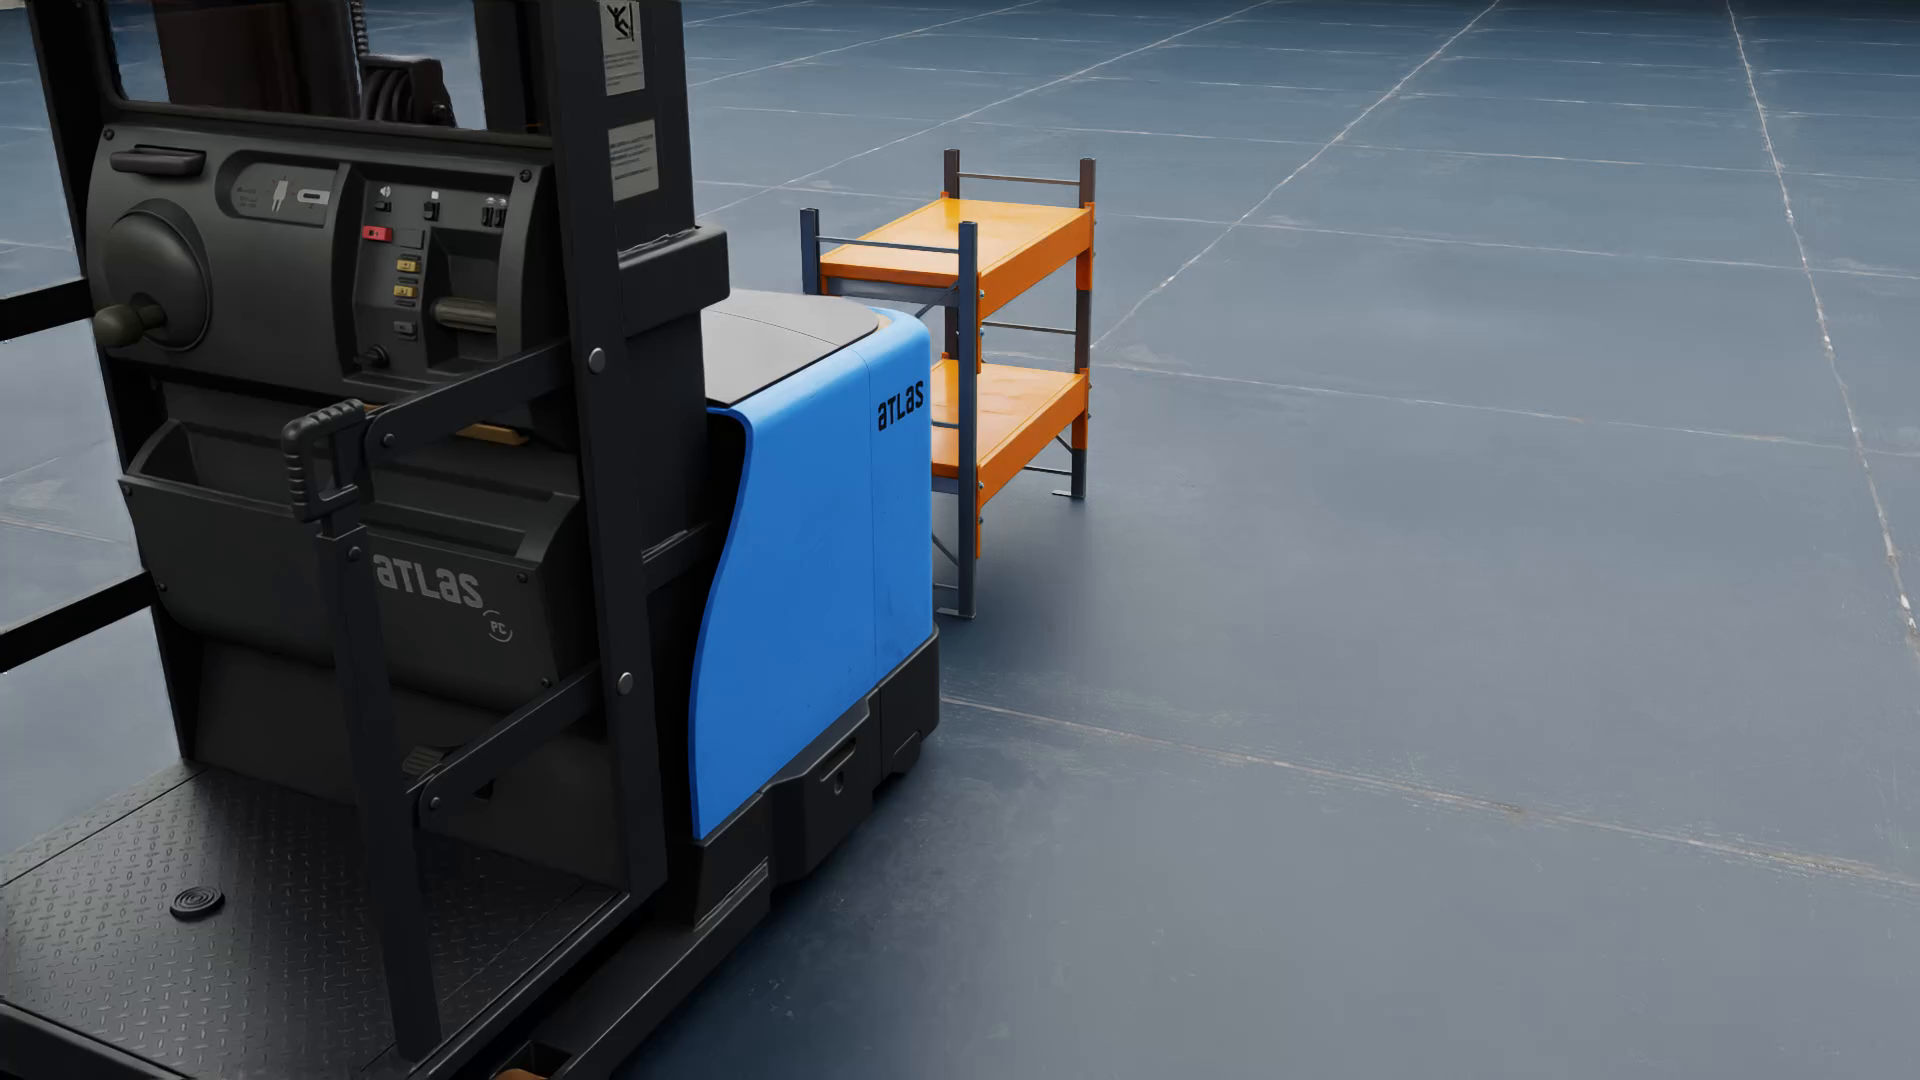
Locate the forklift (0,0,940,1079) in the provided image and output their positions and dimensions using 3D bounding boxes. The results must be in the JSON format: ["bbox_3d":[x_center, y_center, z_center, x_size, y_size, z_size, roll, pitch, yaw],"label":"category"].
[{"bbox_3d":[-1.140,-0.432,2.481,1.130,2.935,3.031,10,25,23],"label":"forklift"}]

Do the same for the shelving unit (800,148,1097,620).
[{"bbox_3d":[-0.003,-0.517,5.027,0.538,1.125,1.048,9,24,20],"label":"shelving unit"}]

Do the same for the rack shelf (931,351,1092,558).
[{"bbox_3d":[-0.003,-0.291,5.122,0.538,0.278,1.000,9,24,20],"label":"rack shelf"}]

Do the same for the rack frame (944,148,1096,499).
[{"bbox_3d":[0.186,-0.699,5.463,0.500,1.125,0.032,9,24,20],"label":"rack frame"}]

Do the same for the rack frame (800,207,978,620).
[{"bbox_3d":[-0.191,-0.335,4.592,0.500,1.125,0.032,9,24,20],"label":"rack frame"}]

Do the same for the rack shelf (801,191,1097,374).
[{"bbox_3d":[-0.003,-0.787,4.915,0.538,0.278,1.000,9,24,20],"label":"rack shelf"}]
